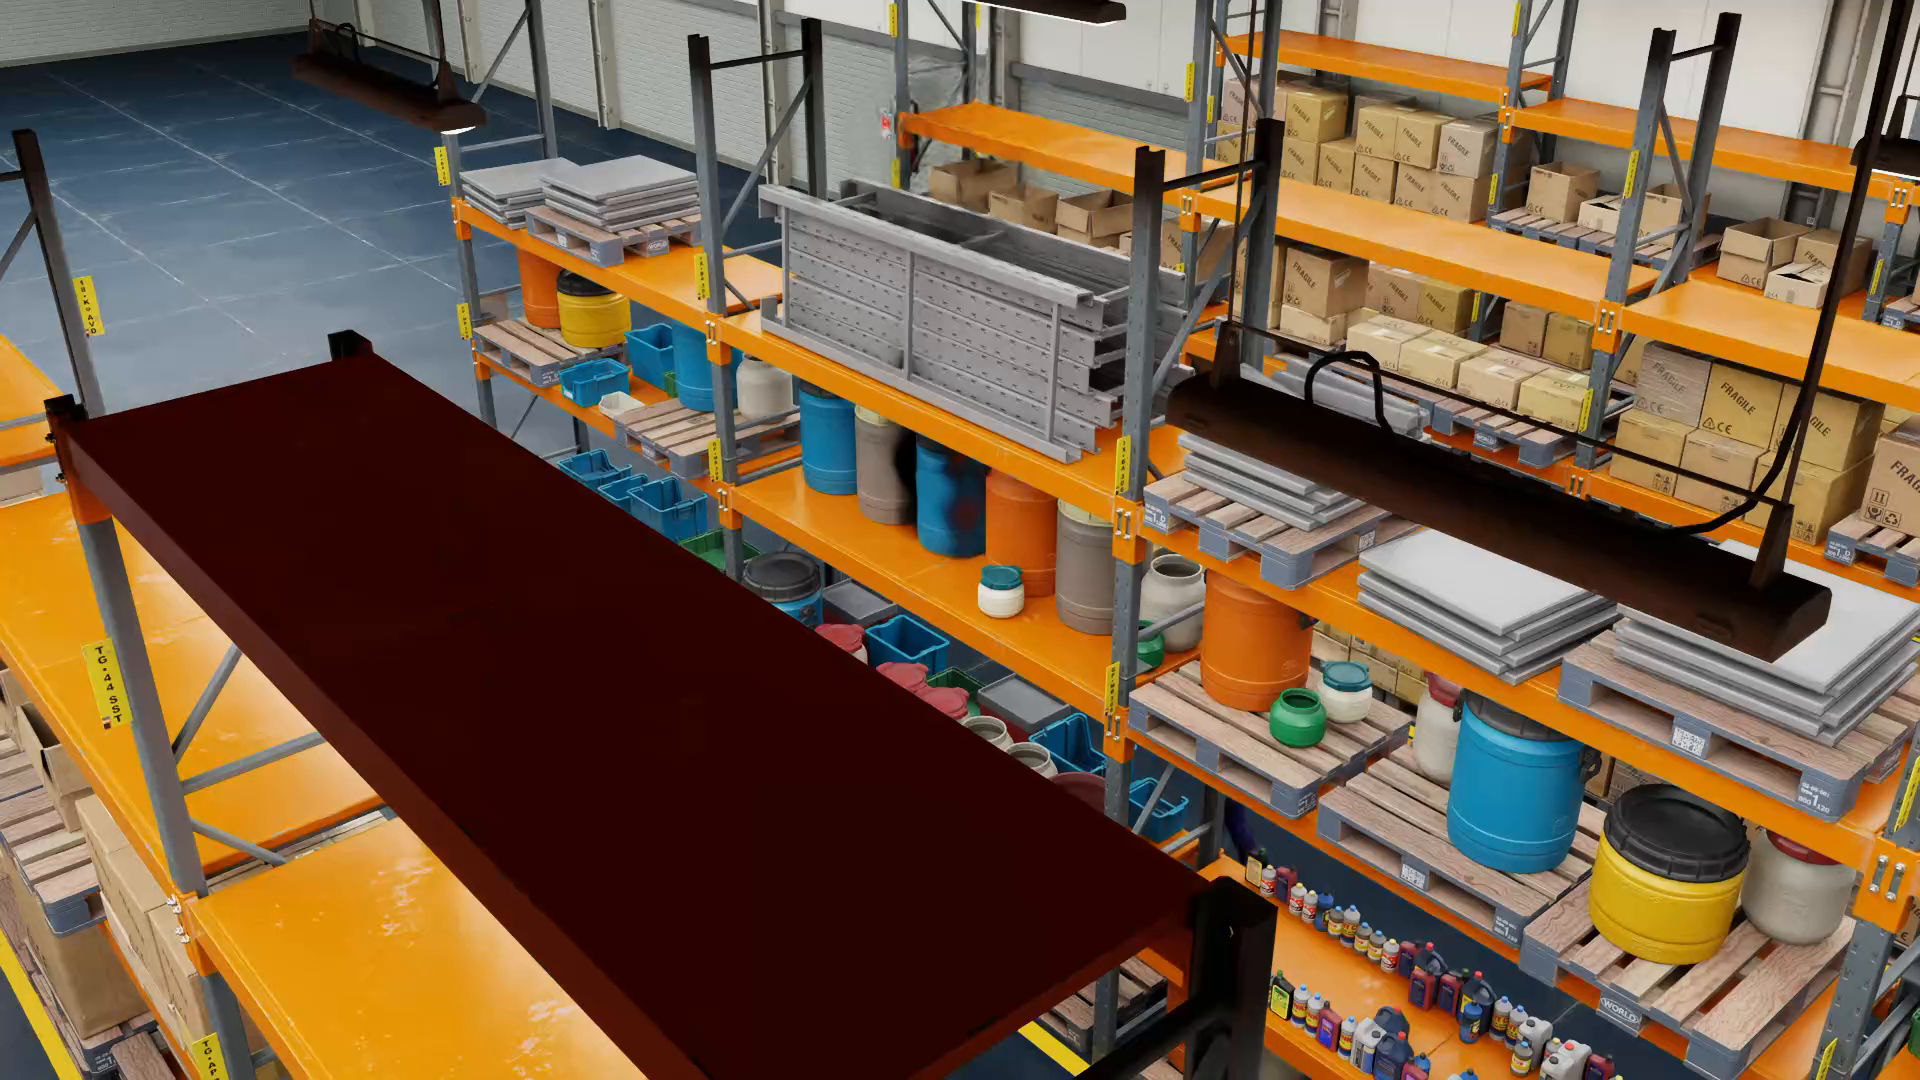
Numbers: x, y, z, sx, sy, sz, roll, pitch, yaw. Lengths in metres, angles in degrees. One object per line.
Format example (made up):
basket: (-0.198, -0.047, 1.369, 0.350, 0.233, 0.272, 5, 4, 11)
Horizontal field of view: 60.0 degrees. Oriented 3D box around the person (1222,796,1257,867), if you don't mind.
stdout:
person: (1.923, 1.684, 11.840, 0.765, 1.709, 0.581, 23, 35, 38)
